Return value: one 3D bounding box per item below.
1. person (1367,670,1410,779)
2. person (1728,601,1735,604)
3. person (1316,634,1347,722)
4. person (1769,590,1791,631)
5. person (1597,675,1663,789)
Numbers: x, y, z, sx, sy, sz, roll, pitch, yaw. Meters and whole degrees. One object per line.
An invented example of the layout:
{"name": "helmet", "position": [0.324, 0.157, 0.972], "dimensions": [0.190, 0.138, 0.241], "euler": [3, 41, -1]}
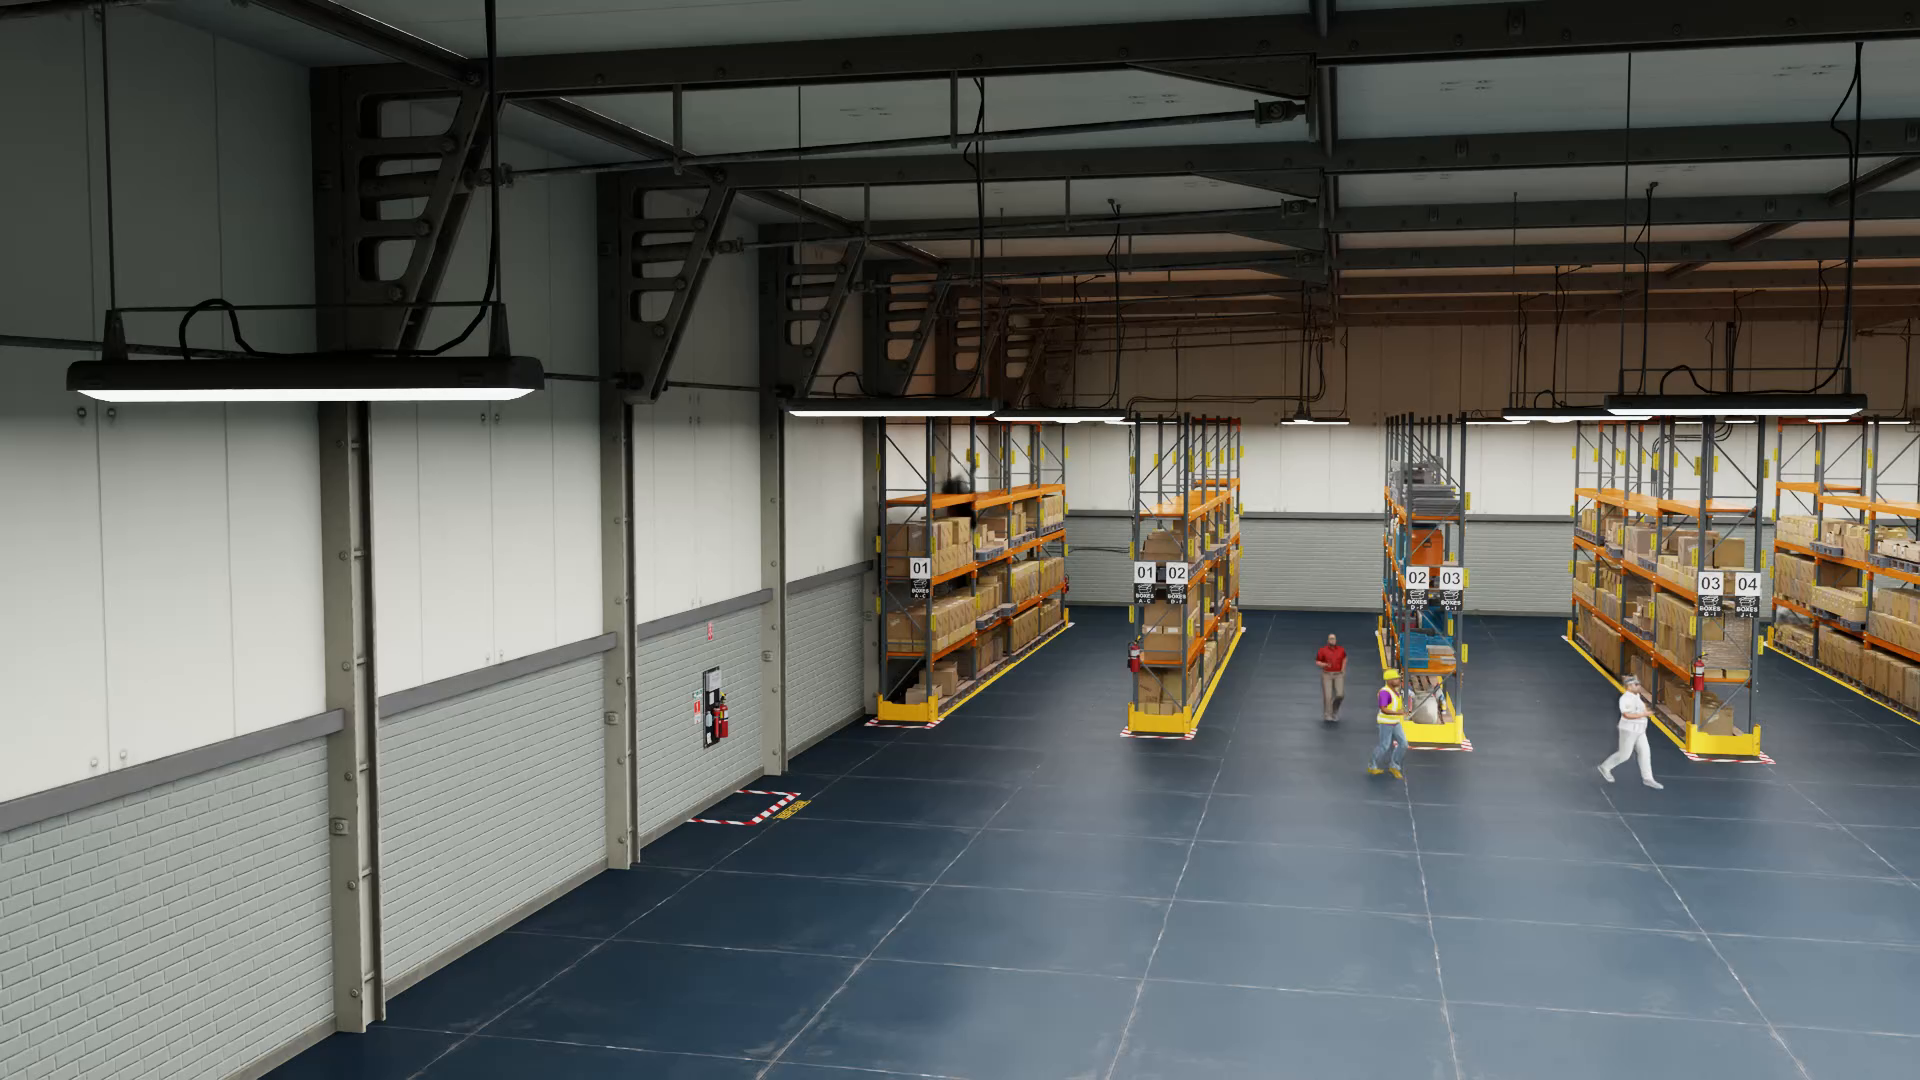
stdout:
{"name": "person", "position": [7.015, 2.967, 27.092], "dimensions": [0.743, 1.718, 0.726], "euler": [3, 5, 40]}
{"name": "person", "position": [19.681, 2.035, 42.469], "dimensions": [0.608, 1.666, 0.508], "euler": [2, 4, 24]}
{"name": "person", "position": [7.247, 2.693, 32.299], "dimensions": [0.645, 1.733, 0.651], "euler": [0, 4, 1]}
{"name": "person", "position": [22.125, 1.913, 44.634], "dimensions": [0.775, 1.652, 0.702], "euler": [0, 4, 7]}
{"name": "person", "position": [10.684, 3.026, 26.440], "dimensions": [0.662, 1.762, 0.987], "euler": [-4, 5, -44]}
